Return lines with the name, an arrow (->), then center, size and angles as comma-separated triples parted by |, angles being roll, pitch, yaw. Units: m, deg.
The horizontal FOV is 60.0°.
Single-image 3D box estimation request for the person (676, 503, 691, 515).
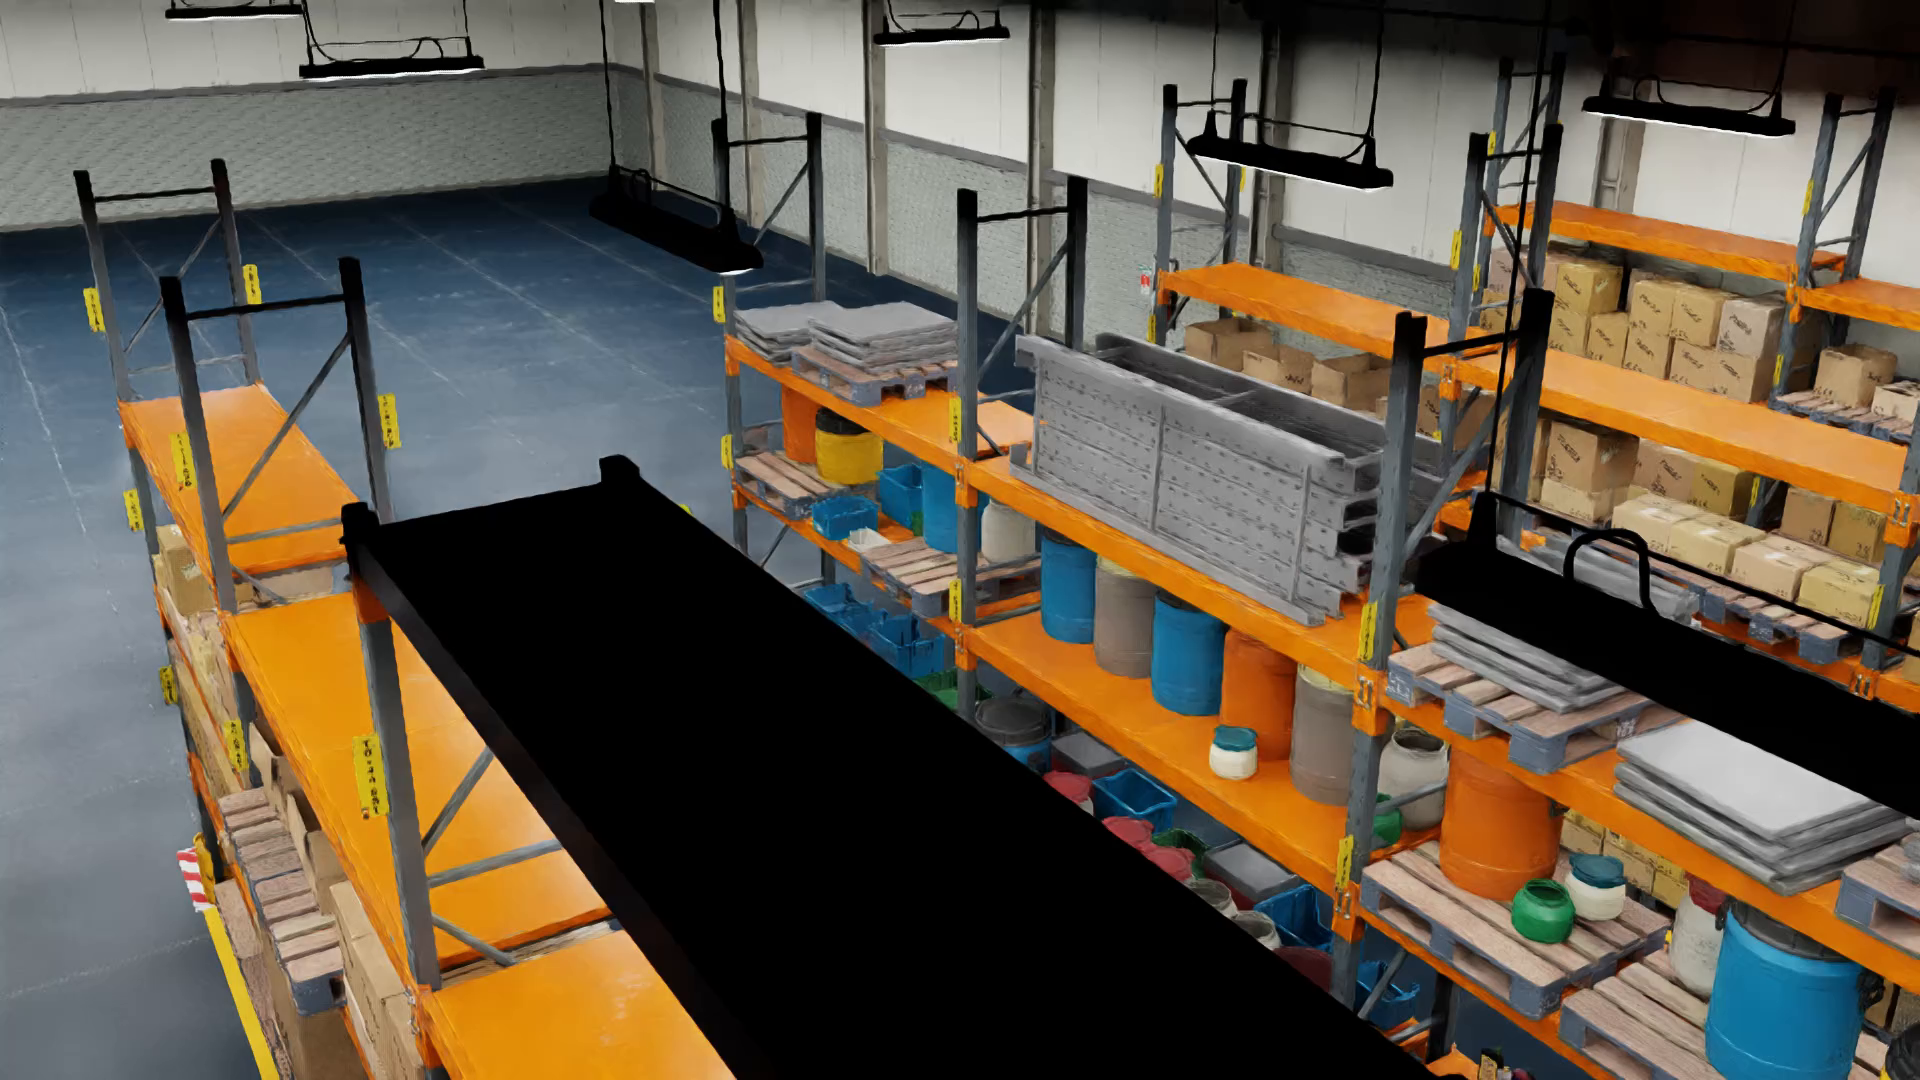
person -> -2.936, 0.424, 18.014 | 0.940, 1.740, 0.591 | 13, 25, 29
